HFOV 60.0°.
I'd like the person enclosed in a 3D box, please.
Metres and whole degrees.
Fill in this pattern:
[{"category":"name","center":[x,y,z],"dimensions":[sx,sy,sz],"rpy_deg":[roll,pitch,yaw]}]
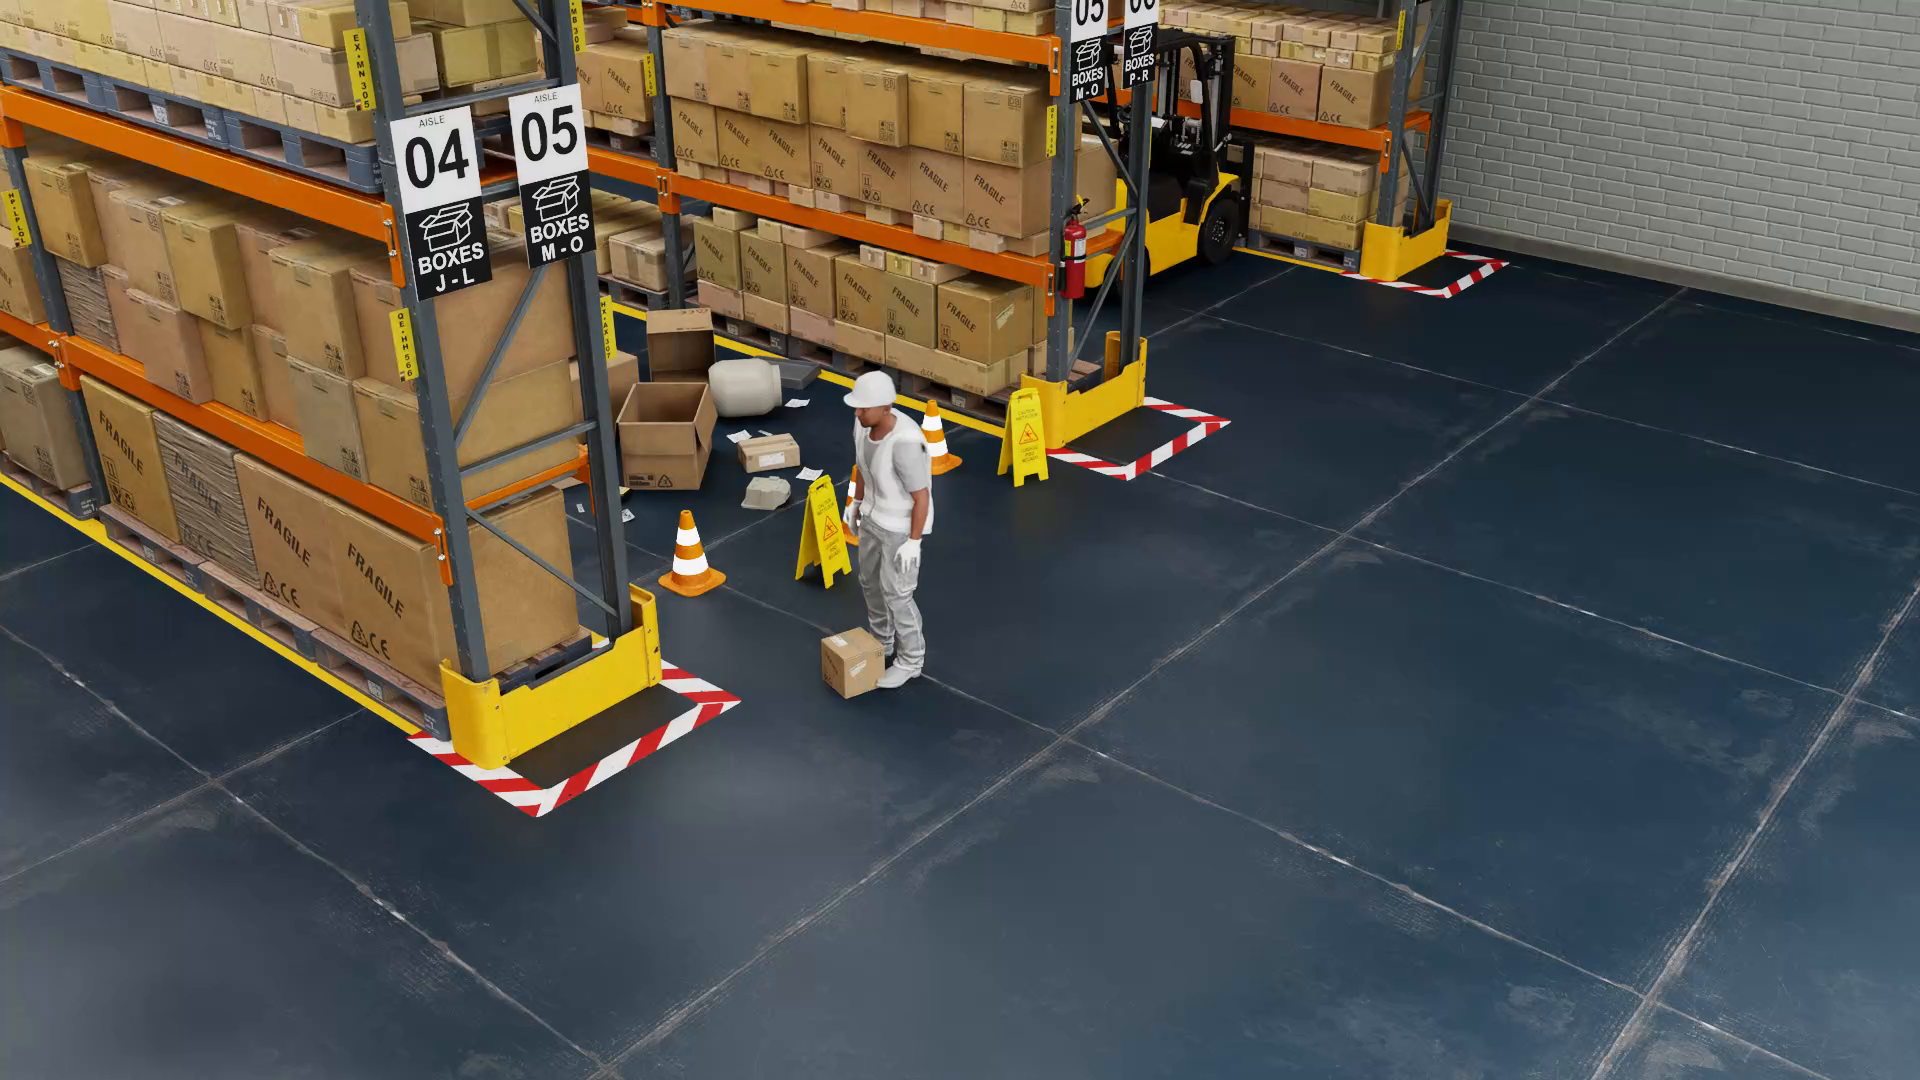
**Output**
[{"category":"person","center":[-0.389,-0.074,8.750],"dimensions":[0.453,1.774,0.628],"rpy_deg":[-17,31,-29]}]
